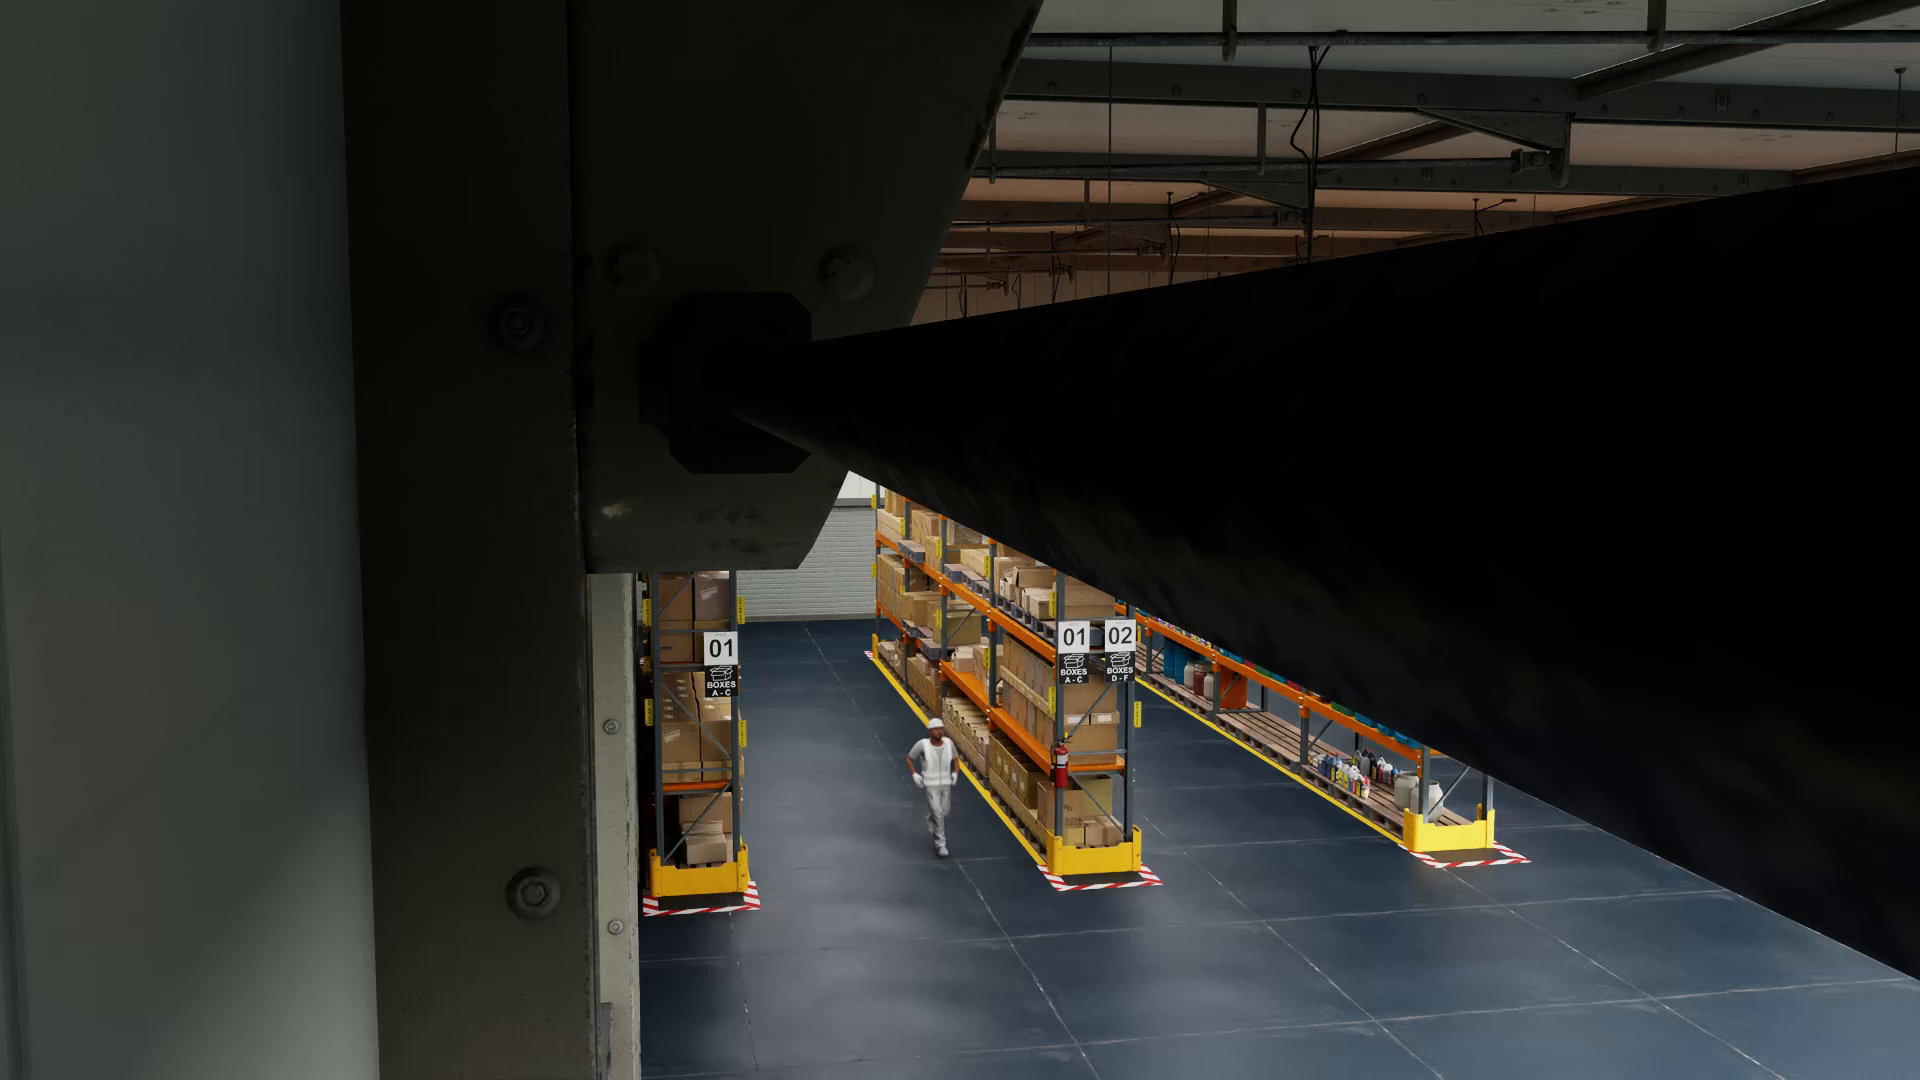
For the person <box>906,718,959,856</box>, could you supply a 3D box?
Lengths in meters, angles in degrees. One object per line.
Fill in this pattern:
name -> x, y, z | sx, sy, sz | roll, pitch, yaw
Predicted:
person -> -0.334, 3.215, 21.938 | 0.716, 1.754, 0.877 | -3, 6, -24
